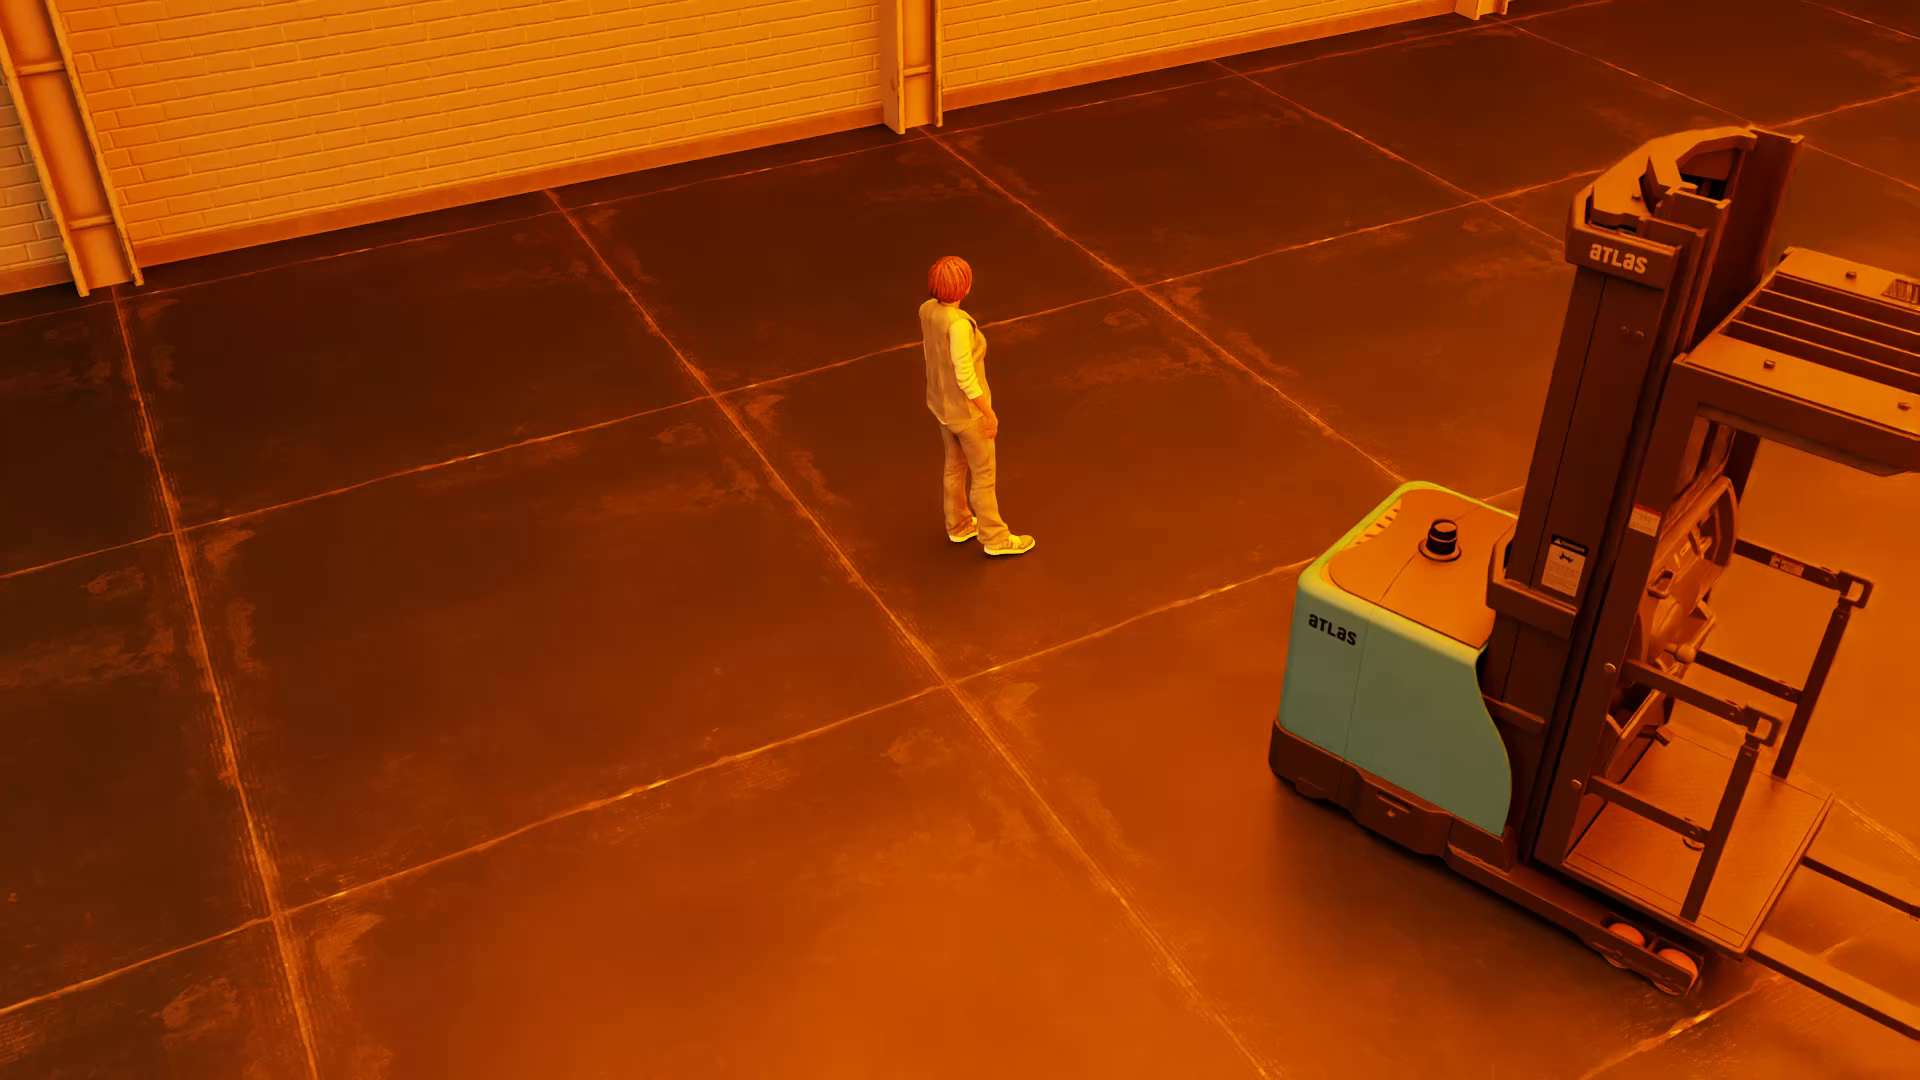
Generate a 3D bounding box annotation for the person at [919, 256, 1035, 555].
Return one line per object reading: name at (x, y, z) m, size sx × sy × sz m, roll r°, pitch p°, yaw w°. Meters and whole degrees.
person at (0.072, -0.671, 8.215) m, size 0.475 × 1.597 × 0.520 m, roll -17°, pitch 39°, yaw -23°

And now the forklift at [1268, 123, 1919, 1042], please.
forklift at (2.783, 0.161, 5.895) m, size 3.031 × 2.935 × 1.130 m, roll 26°, pitch 43°, yaw 32°
